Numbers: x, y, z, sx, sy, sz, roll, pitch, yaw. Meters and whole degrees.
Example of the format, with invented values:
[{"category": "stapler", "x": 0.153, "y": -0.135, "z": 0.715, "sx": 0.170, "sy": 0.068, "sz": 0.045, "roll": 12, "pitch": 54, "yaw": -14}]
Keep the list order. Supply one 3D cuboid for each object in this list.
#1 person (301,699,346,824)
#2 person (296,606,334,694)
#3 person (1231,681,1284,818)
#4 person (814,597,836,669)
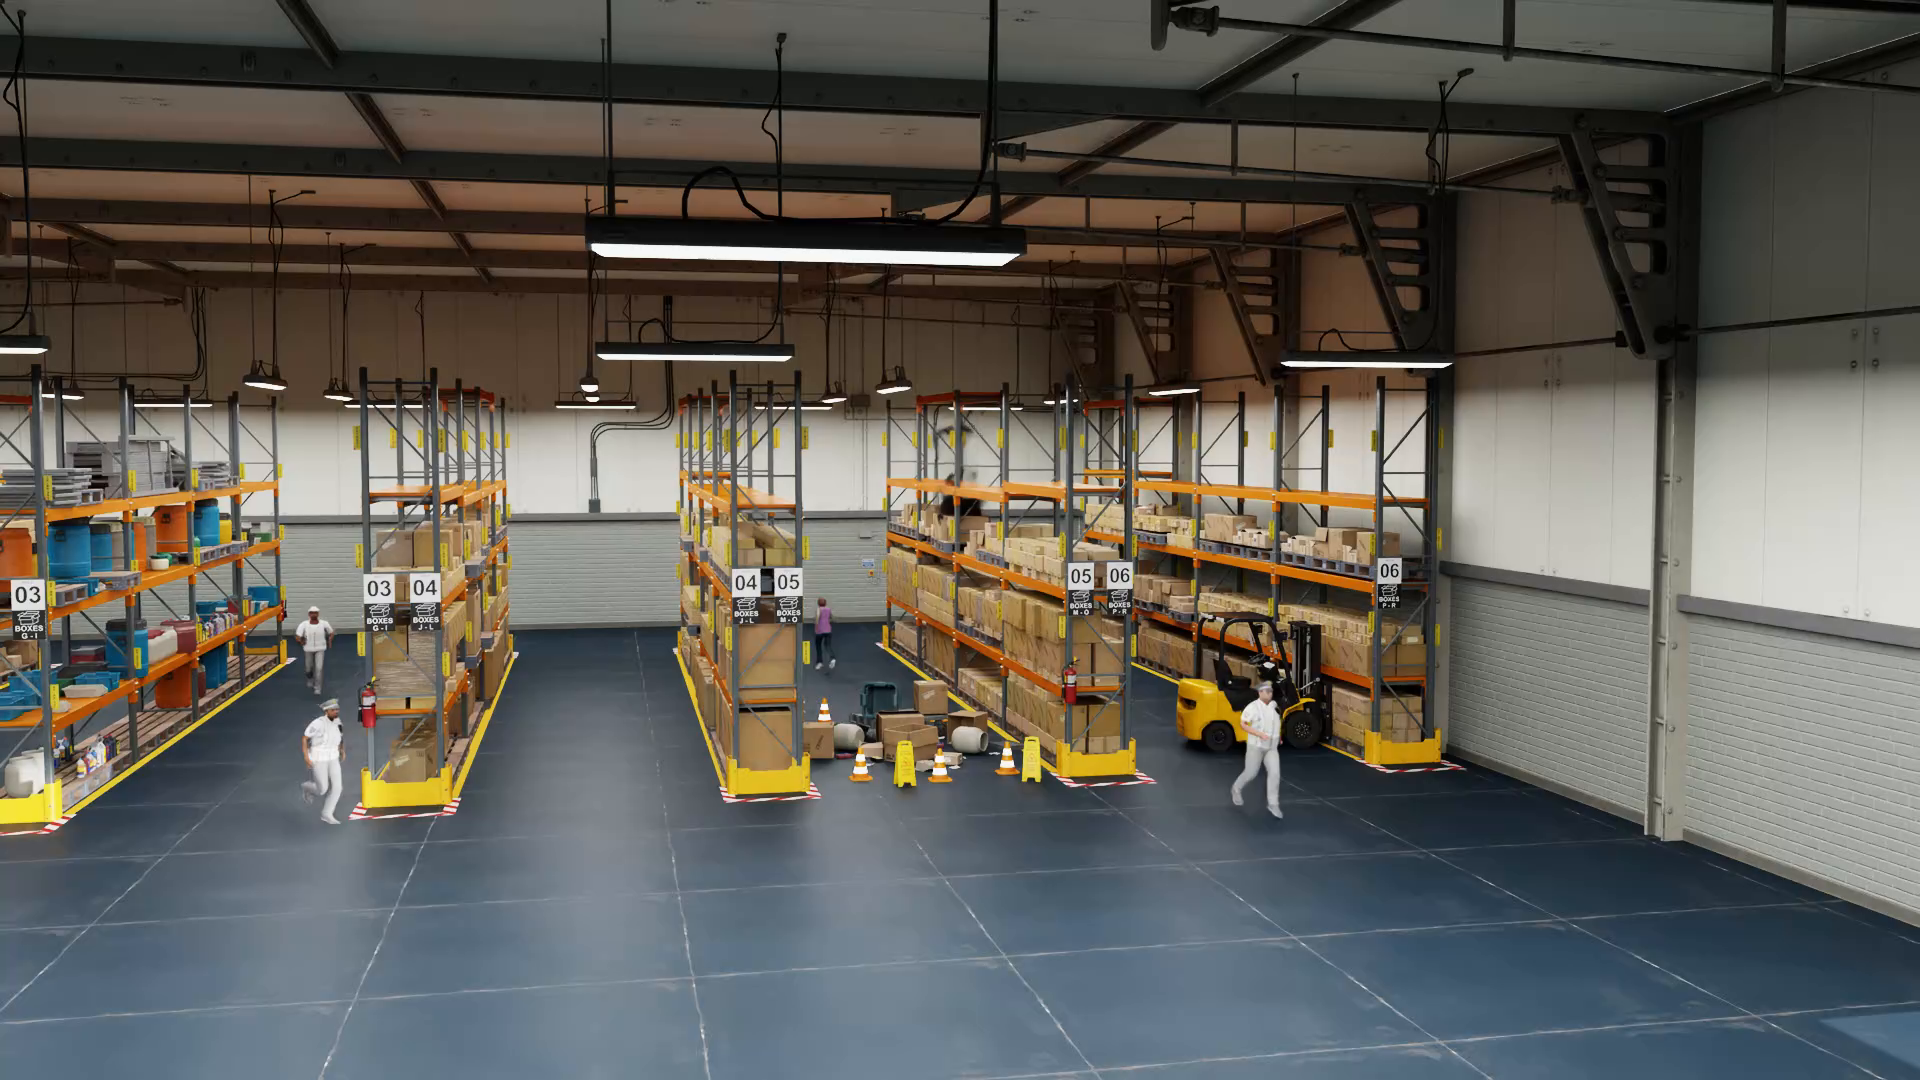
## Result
[{"category": "person", "x": -8.420, "y": 2.901, "z": 21.923, "sx": 0.684, "sy": 1.663, "sz": 0.583, "roll": 2, "pitch": 4, "yaw": 33}, {"category": "person", "x": -12.779, "y": 2.179, "z": 32.951, "sx": 0.710, "sy": 1.733, "sz": 0.791, "roll": -1, "pitch": 4, "yaw": -20}, {"category": "person", "x": 4.080, "y": 2.777, "z": 22.409, "sx": 0.684, "sy": 1.785, "sz": 0.994, "roll": -2, "pitch": 4, "yaw": -26}, {"category": "person", "x": -2.949, "y": 2.052, "z": 36.201, "sx": 0.563, "sy": 1.610, "sz": 0.910, "roll": -2, "pitch": 4, "yaw": -32}]
